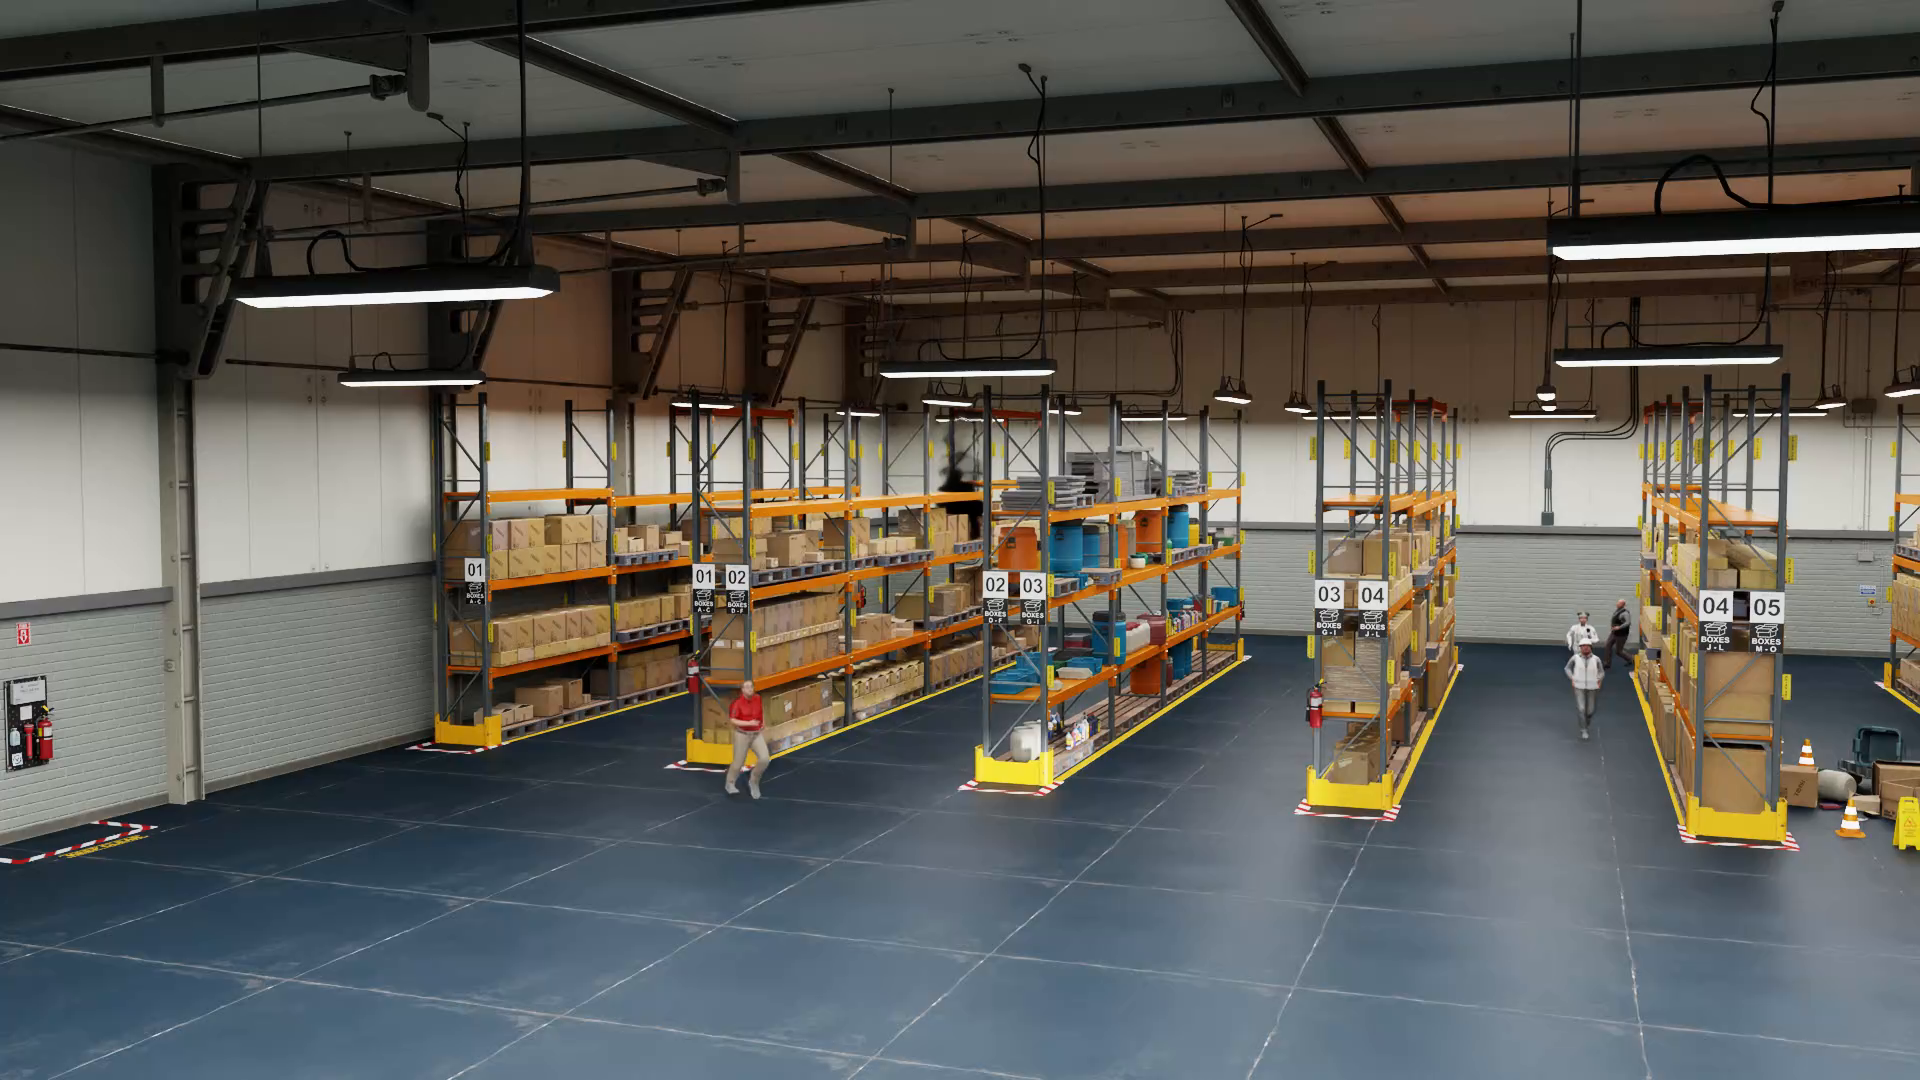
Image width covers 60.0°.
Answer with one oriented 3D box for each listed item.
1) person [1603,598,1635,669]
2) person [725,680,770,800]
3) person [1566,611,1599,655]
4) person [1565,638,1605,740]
[{"bbox_3d":[15.116,2.163,37.961,0.831,1.674,0.713,0,3,-4],"label":"person"},{"bbox_3d":[-3.040,2.873,23.971,0.674,1.736,0.881,-2,4,-36],"label":"person"},{"bbox_3d":[12.933,2.309,34.558,0.621,1.671,0.906,1,3,19],"label":"person"},{"bbox_3d":[10.971,2.590,29.205,0.661,1.751,0.748,1,3,15],"label":"person"}]
